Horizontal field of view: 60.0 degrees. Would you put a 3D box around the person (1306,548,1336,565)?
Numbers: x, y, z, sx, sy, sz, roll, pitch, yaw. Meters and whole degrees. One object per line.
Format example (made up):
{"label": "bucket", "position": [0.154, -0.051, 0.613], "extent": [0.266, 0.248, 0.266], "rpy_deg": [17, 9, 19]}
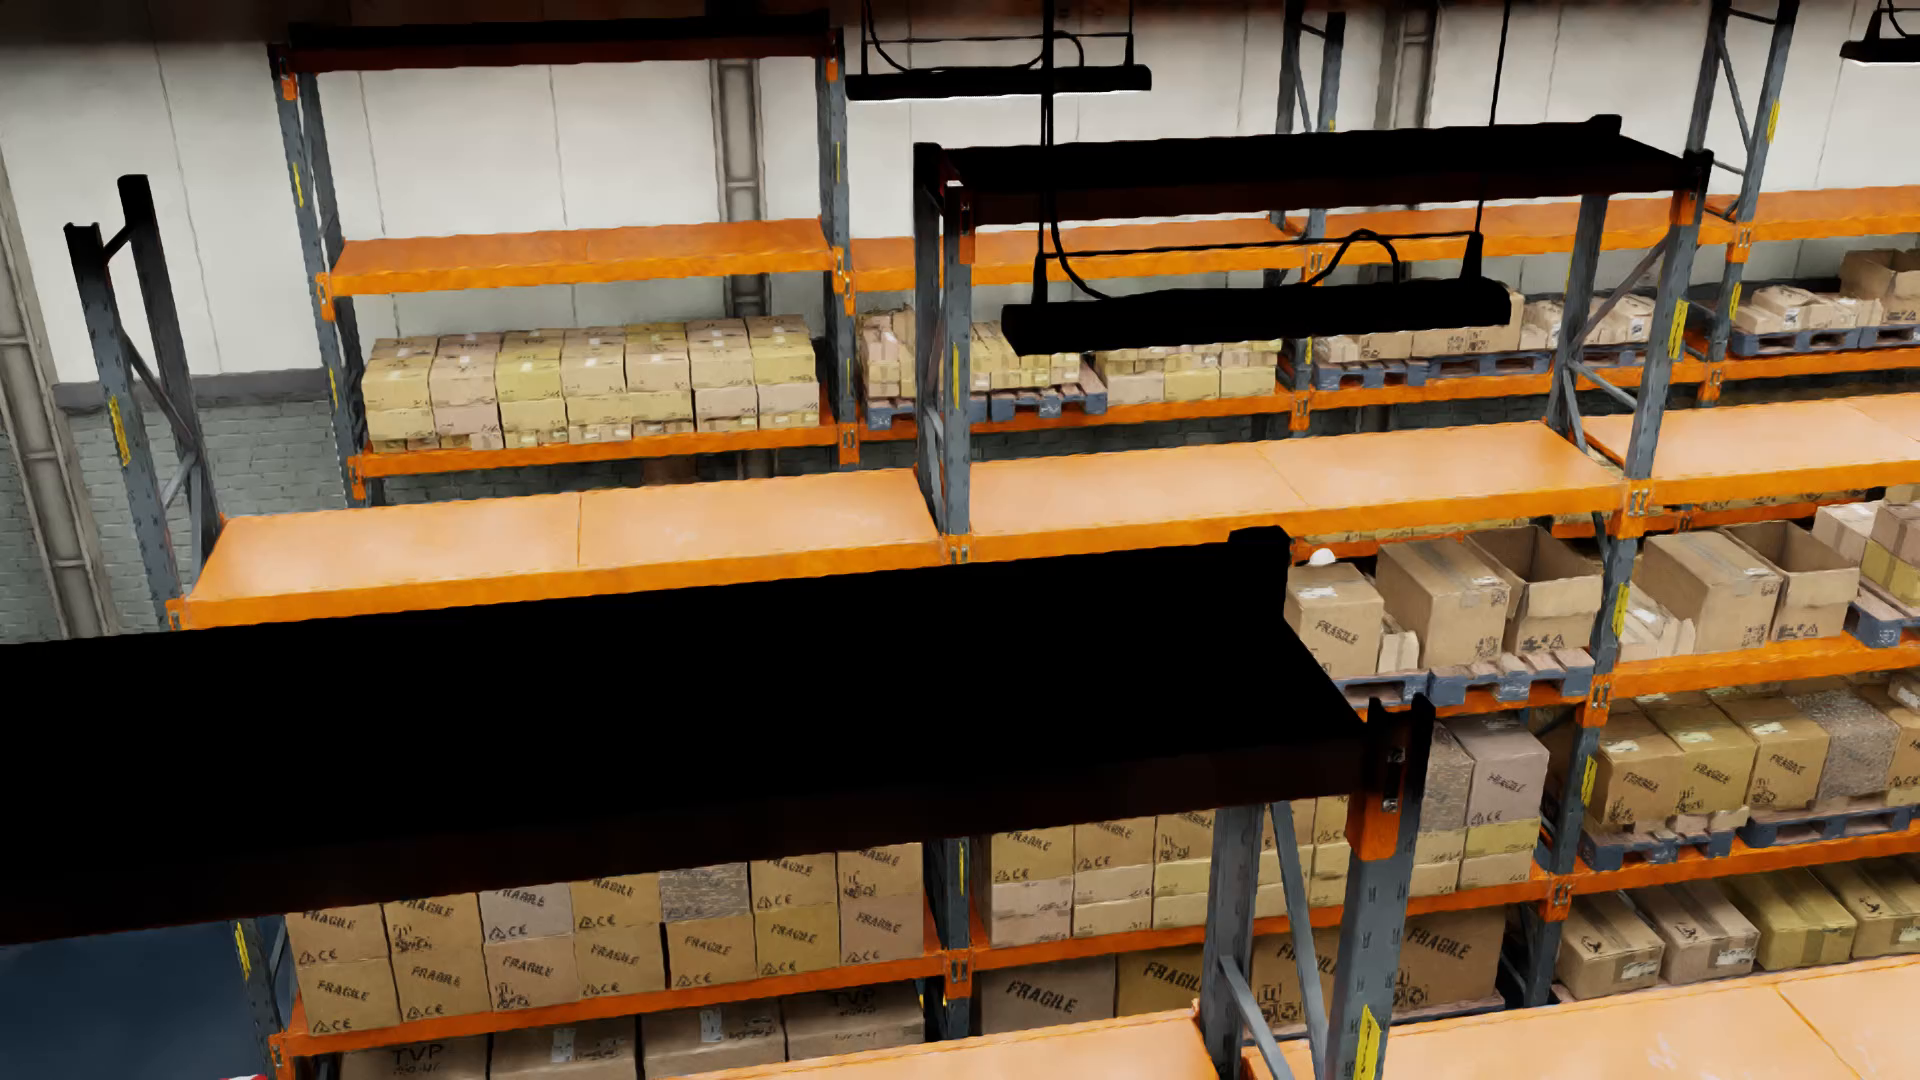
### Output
{"label": "person", "position": [3.047, 0.890, 14.373], "extent": [0.678, 1.782, 0.584], "rpy_deg": [5, 26, 10]}
